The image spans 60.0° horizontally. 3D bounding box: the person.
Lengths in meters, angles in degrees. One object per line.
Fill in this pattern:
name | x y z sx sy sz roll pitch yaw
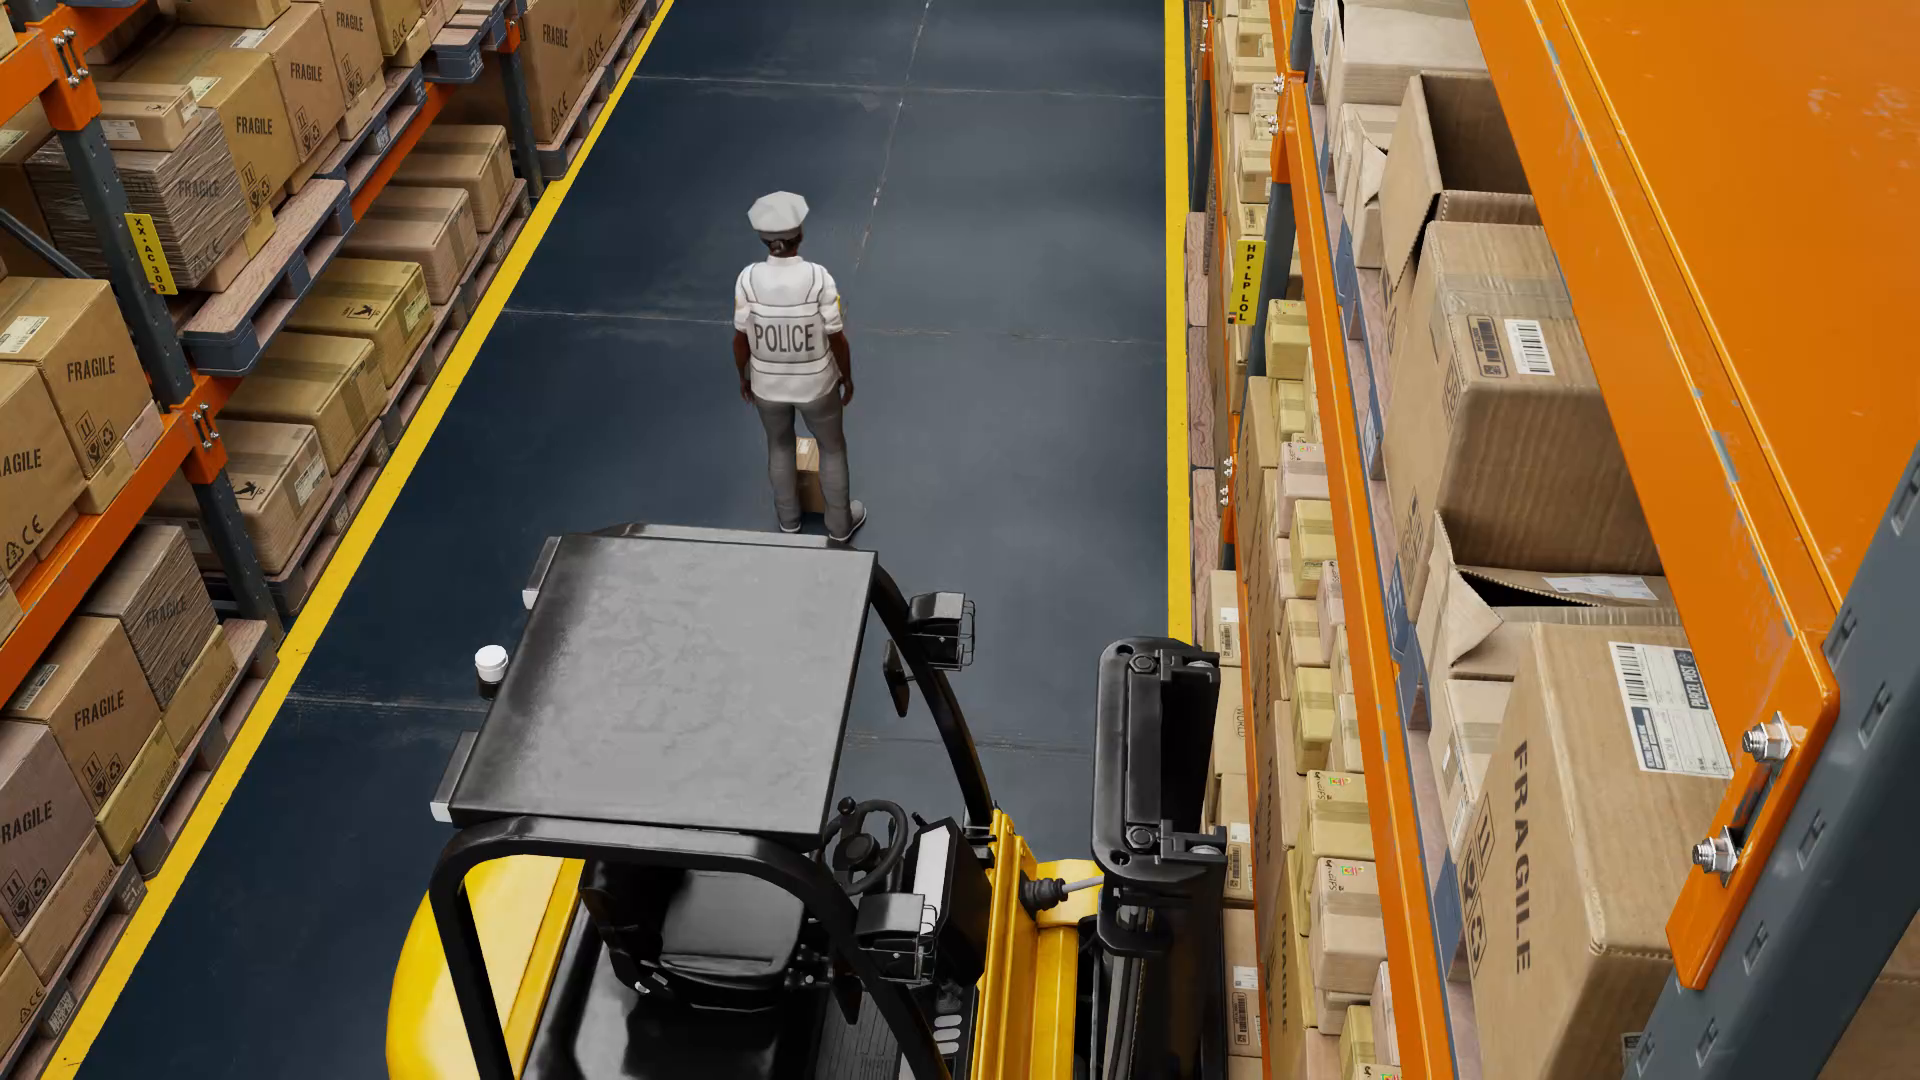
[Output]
person | -0.708 -0.700 7.275 0.521 1.659 0.417 2 40 3
